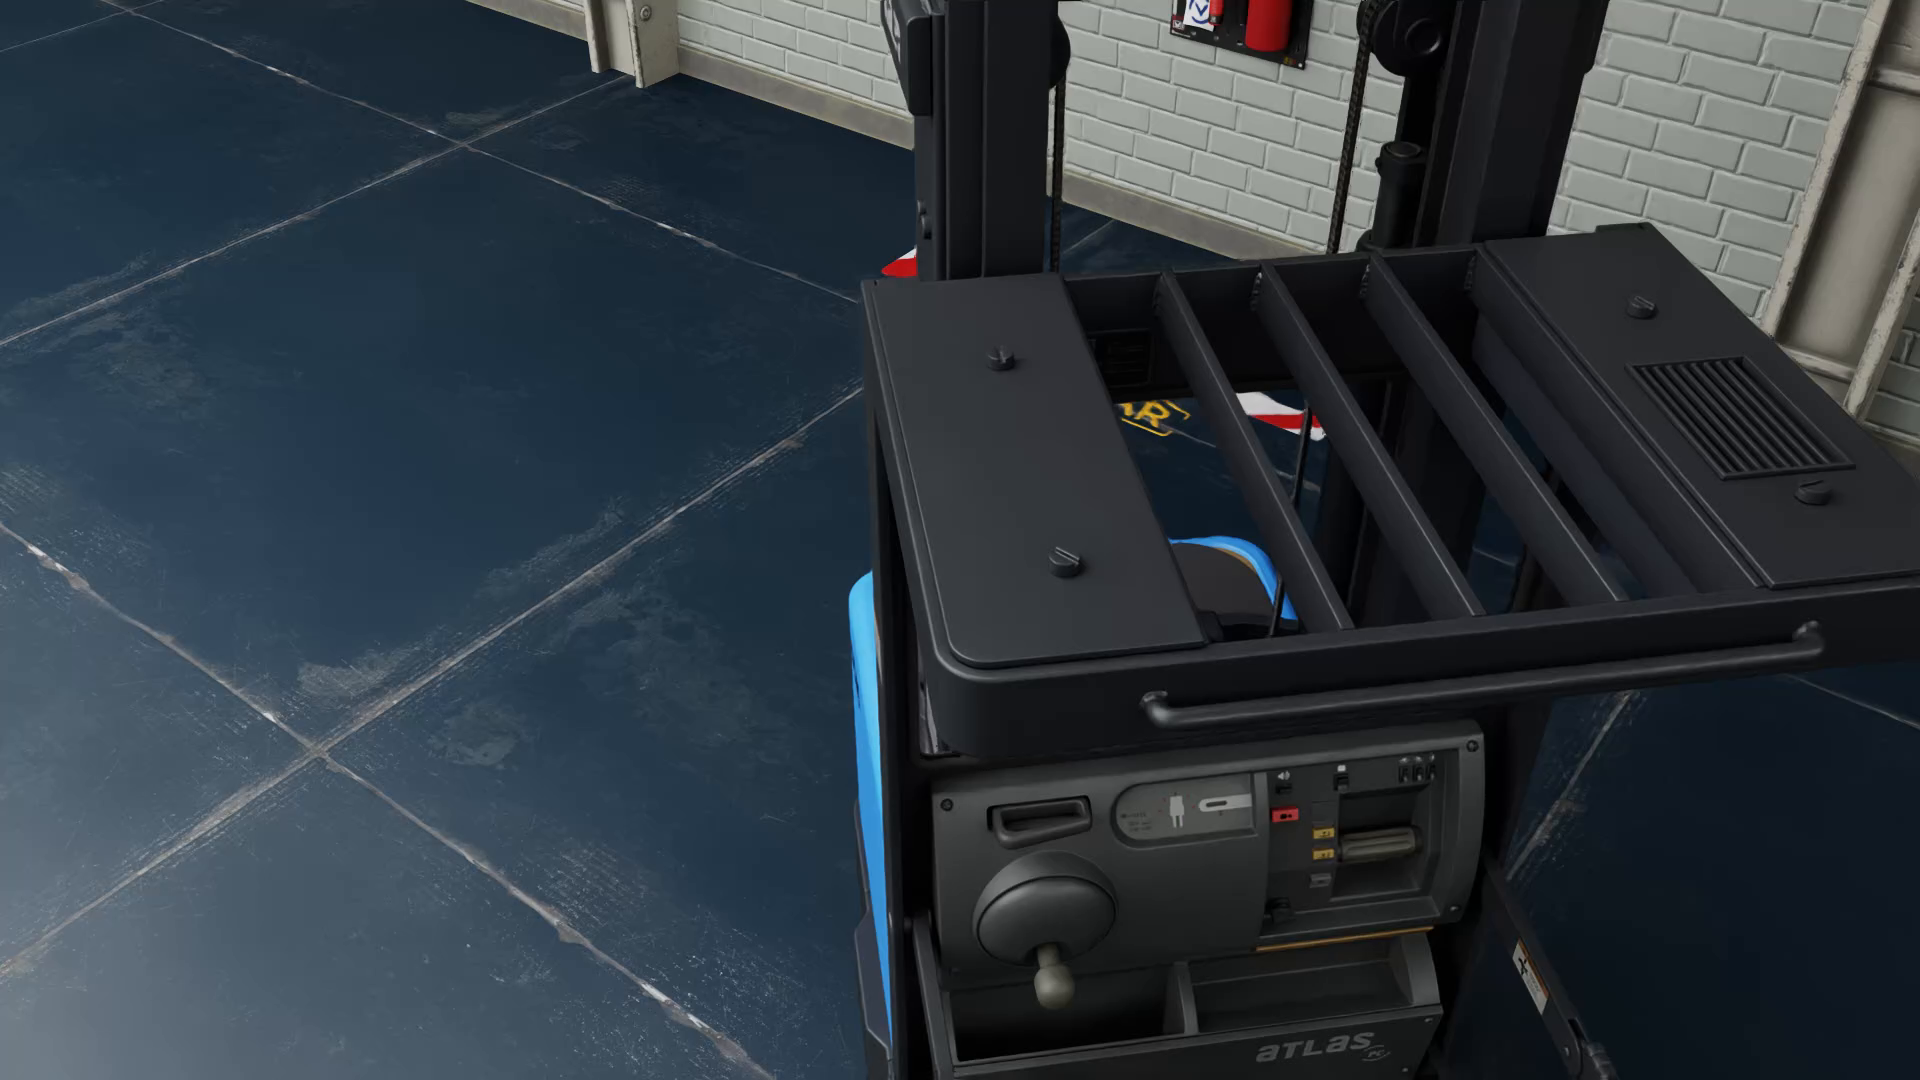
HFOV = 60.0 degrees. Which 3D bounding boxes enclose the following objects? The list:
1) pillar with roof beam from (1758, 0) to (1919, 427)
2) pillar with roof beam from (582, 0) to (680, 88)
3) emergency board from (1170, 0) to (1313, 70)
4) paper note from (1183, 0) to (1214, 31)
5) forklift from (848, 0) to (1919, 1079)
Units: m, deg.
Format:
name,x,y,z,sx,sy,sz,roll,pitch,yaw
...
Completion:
name,x,y,z,sx,sy,sz,roll,pitch,yaw
pillar with roof beam,0.407,-1.729,0.658,0.400,9.000,9.100,25,45,29
pillar with roof beam,-4.359,-3.976,3.529,0.400,9.000,9.100,25,45,29
emergency board,1.083,-2.419,6.406,0.643,1.169,0.194,25,45,29
paper note,0.984,-2.172,6.806,0.142,0.148,0.016,25,45,29
forklift,0.452,0.610,2.593,1.130,2.935,3.031,-5,38,-7
